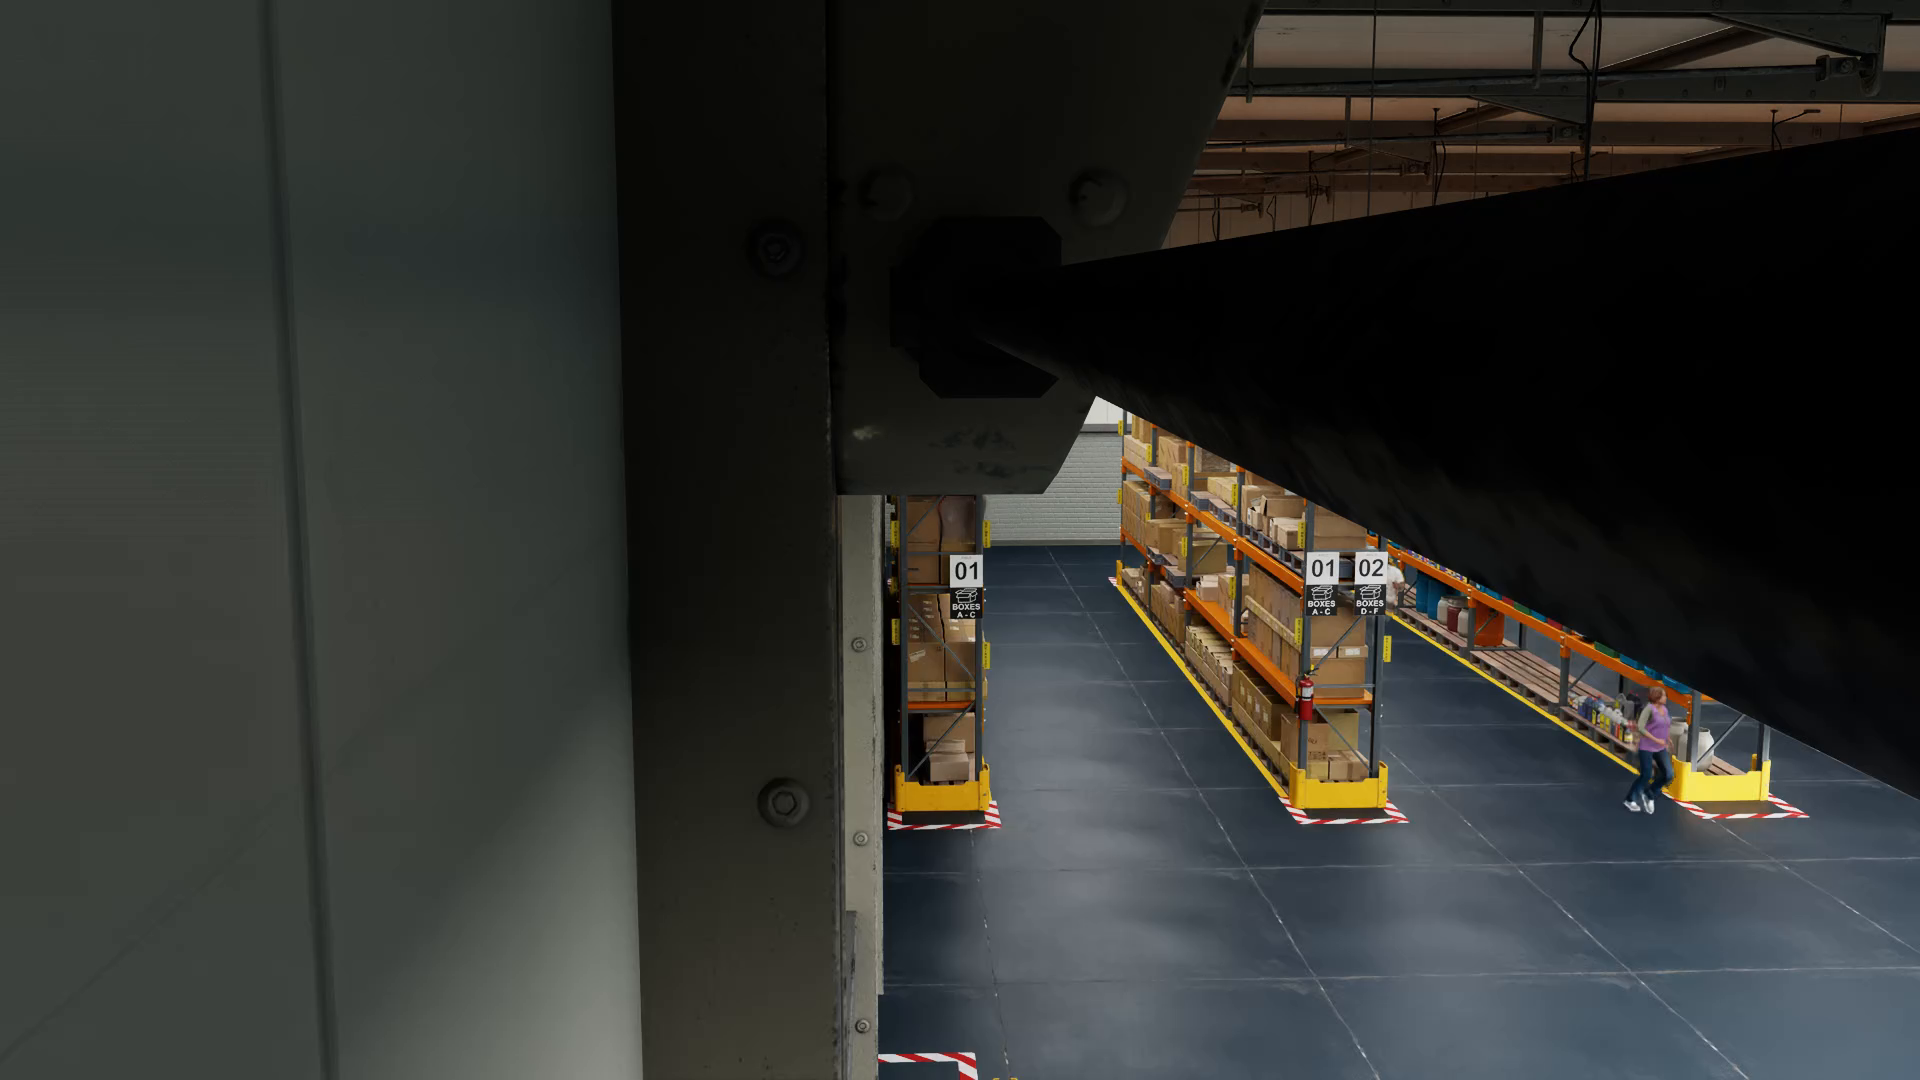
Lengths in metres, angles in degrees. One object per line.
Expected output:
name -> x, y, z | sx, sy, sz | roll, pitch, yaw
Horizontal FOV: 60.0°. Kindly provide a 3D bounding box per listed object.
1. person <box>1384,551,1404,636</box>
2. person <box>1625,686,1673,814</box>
person -> 7.537, 1.073, 29.593 | 0.692, 1.781, 0.922 | 0, 8, -1
person -> 8.511, 2.568, 20.357 | 0.615, 1.561, 0.563 | -4, 9, -25
